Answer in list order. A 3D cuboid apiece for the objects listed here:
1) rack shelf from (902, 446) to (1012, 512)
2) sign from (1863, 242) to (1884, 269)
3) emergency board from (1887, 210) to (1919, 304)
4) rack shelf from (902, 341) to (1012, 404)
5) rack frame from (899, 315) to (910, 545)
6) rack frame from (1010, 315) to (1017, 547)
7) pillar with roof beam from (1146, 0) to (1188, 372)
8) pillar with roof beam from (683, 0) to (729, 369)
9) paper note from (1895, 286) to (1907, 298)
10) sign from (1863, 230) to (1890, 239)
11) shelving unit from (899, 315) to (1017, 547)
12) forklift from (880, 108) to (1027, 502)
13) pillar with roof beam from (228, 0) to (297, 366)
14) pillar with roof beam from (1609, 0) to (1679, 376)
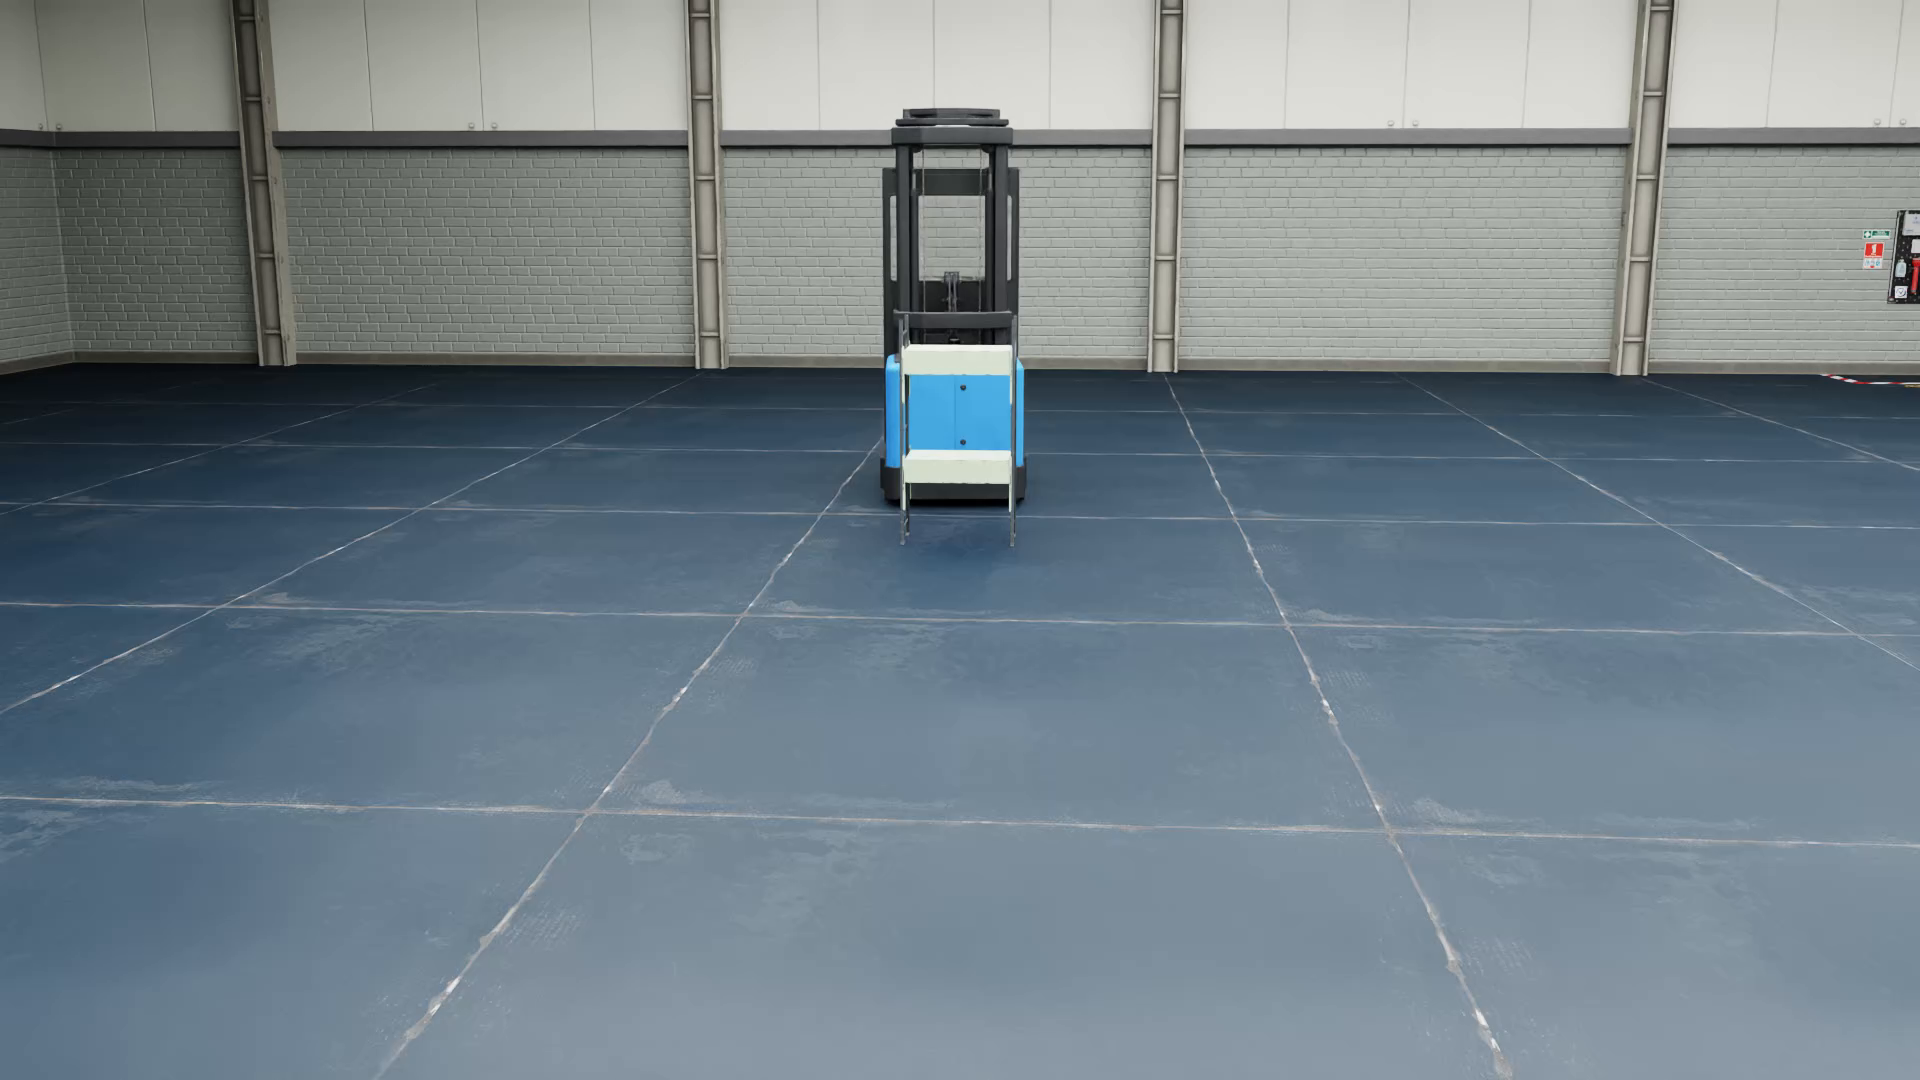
[{"bbox_3d":[-0.007,-0.415,11.182,0.720,0.370,0.431,1,12,4],"label":"rack shelf"},{"bbox_3d":[11.630,-3.622,21.169,0.234,0.329,0.001,1,12,4],"label":"sign"},{"bbox_3d":[12.175,-3.576,21.036,0.643,1.169,0.194,1,12,4],"label":"emergency board"},{"bbox_3d":[-0.007,-1.116,11.035,0.720,0.370,0.431,1,12,4],"label":"rack shelf"},{"bbox_3d":[-0.372,-0.739,11.139,0.023,1.500,0.400,1,12,4],"label":"rack frame"},{"bbox_3d":[0.359,-0.729,11.091,0.023,1.500,0.400,1,12,4],"label":"rack frame"},{"bbox_3d":[2.377,-5.755,16.803,0.400,9.000,9.100,1,12,4],"label":"pillar with roof beam"},{"bbox_3d":[-3.610,-5.837,17.195,0.400,9.000,9.100,1,12,4],"label":"pillar with roof beam"},{"bbox_3d":[12.003,-3.161,21.205,0.142,0.148,0.016,1,12,4],"label":"paper note"},{"bbox_3d":[11.634,-3.879,21.106,0.331,0.109,0.001,1,12,4],"label":"sign"},{"bbox_3d":[-0.007,-0.734,11.115,0.755,1.500,0.431,1,12,4],"label":"shelving unit"},{"bbox_3d":[-0.080,-1.976,13.558,1.130,2.935,3.031,0,12,-2],"label":"forklift"},{"bbox_3d":[-9.596,-5.919,17.588,0.400,9.000,9.100,1,12,4],"label":"pillar with roof beam"},{"bbox_3d":[8.364,-5.673,16.411,0.400,9.000,9.100,1,12,4],"label":"pillar with roof beam"}]
